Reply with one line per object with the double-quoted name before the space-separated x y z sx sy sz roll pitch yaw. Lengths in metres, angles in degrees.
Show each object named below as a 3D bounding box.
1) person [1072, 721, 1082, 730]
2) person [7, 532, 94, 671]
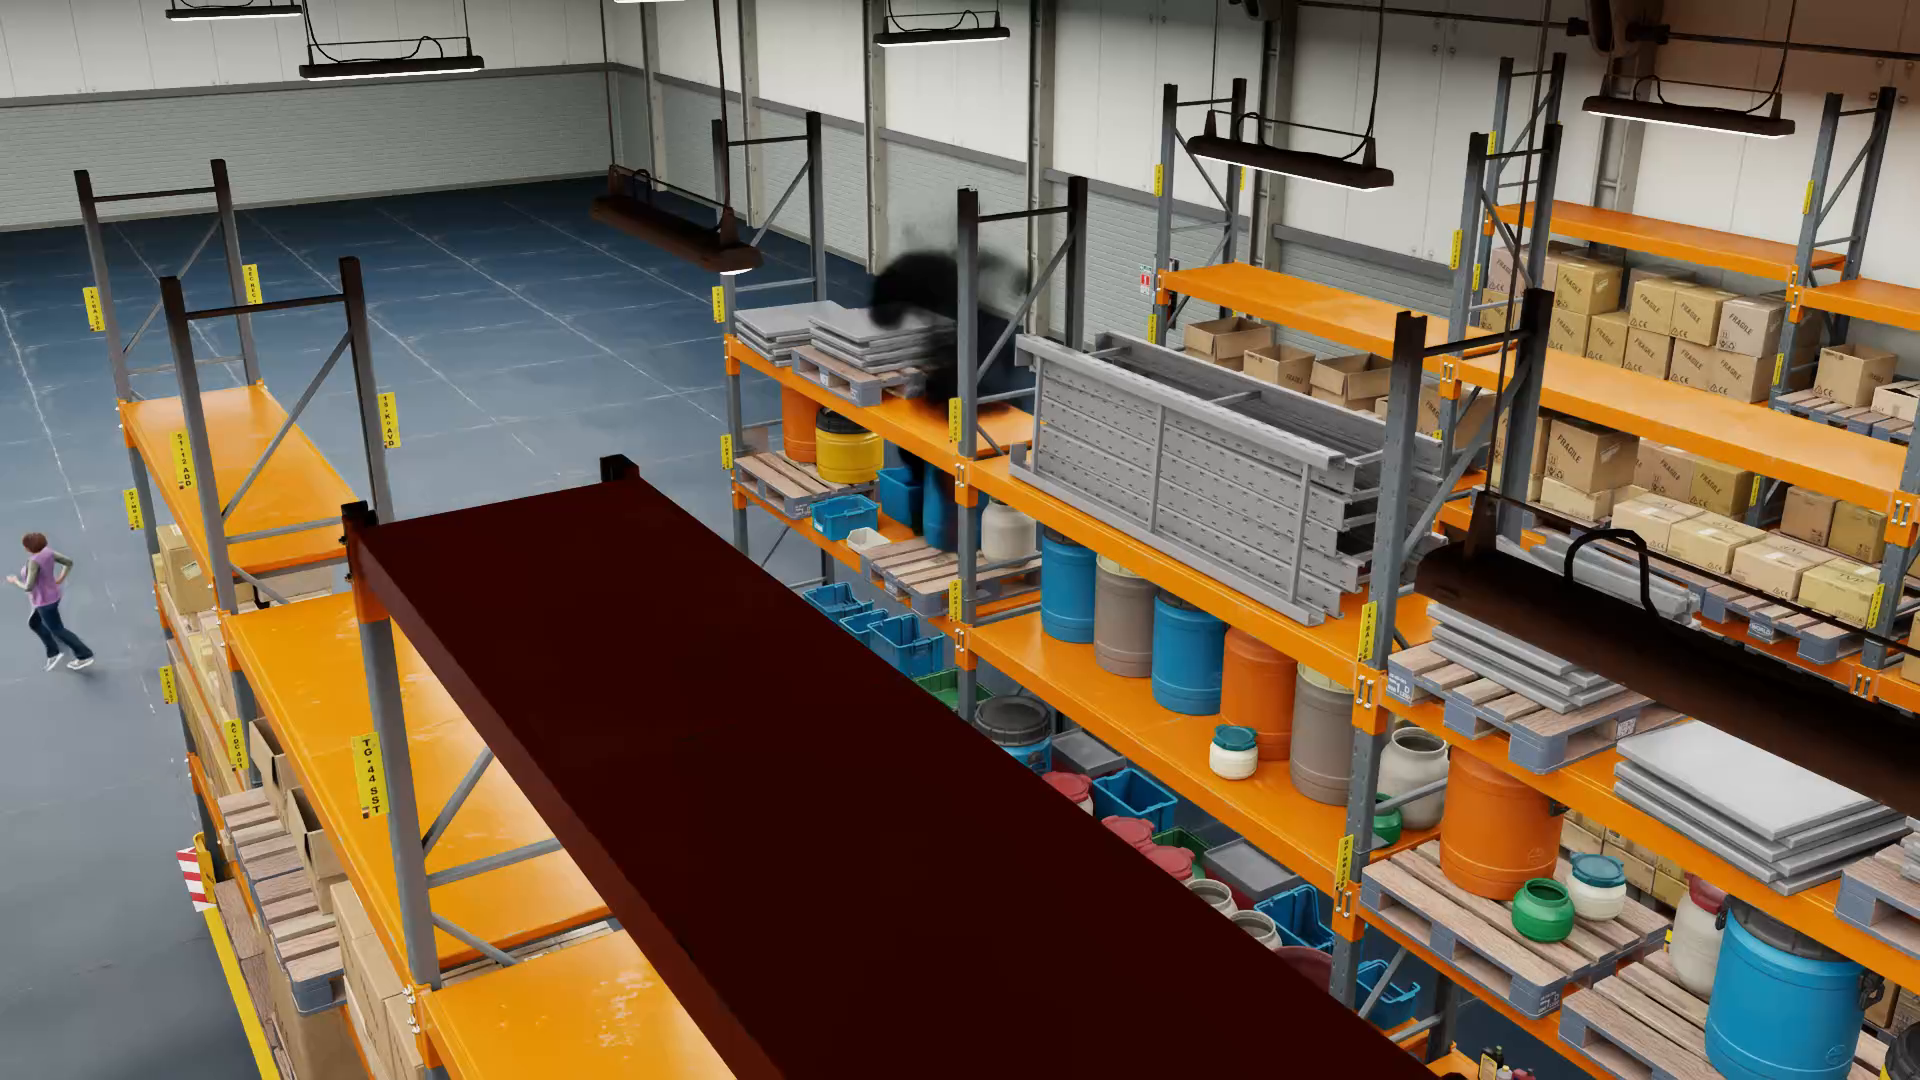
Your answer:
"person" 1.188 1.559 15.291 0.597 1.676 0.853 -17 28 -37
"person" -9.641 0.667 17.583 0.703 1.639 0.503 -4 22 -9
